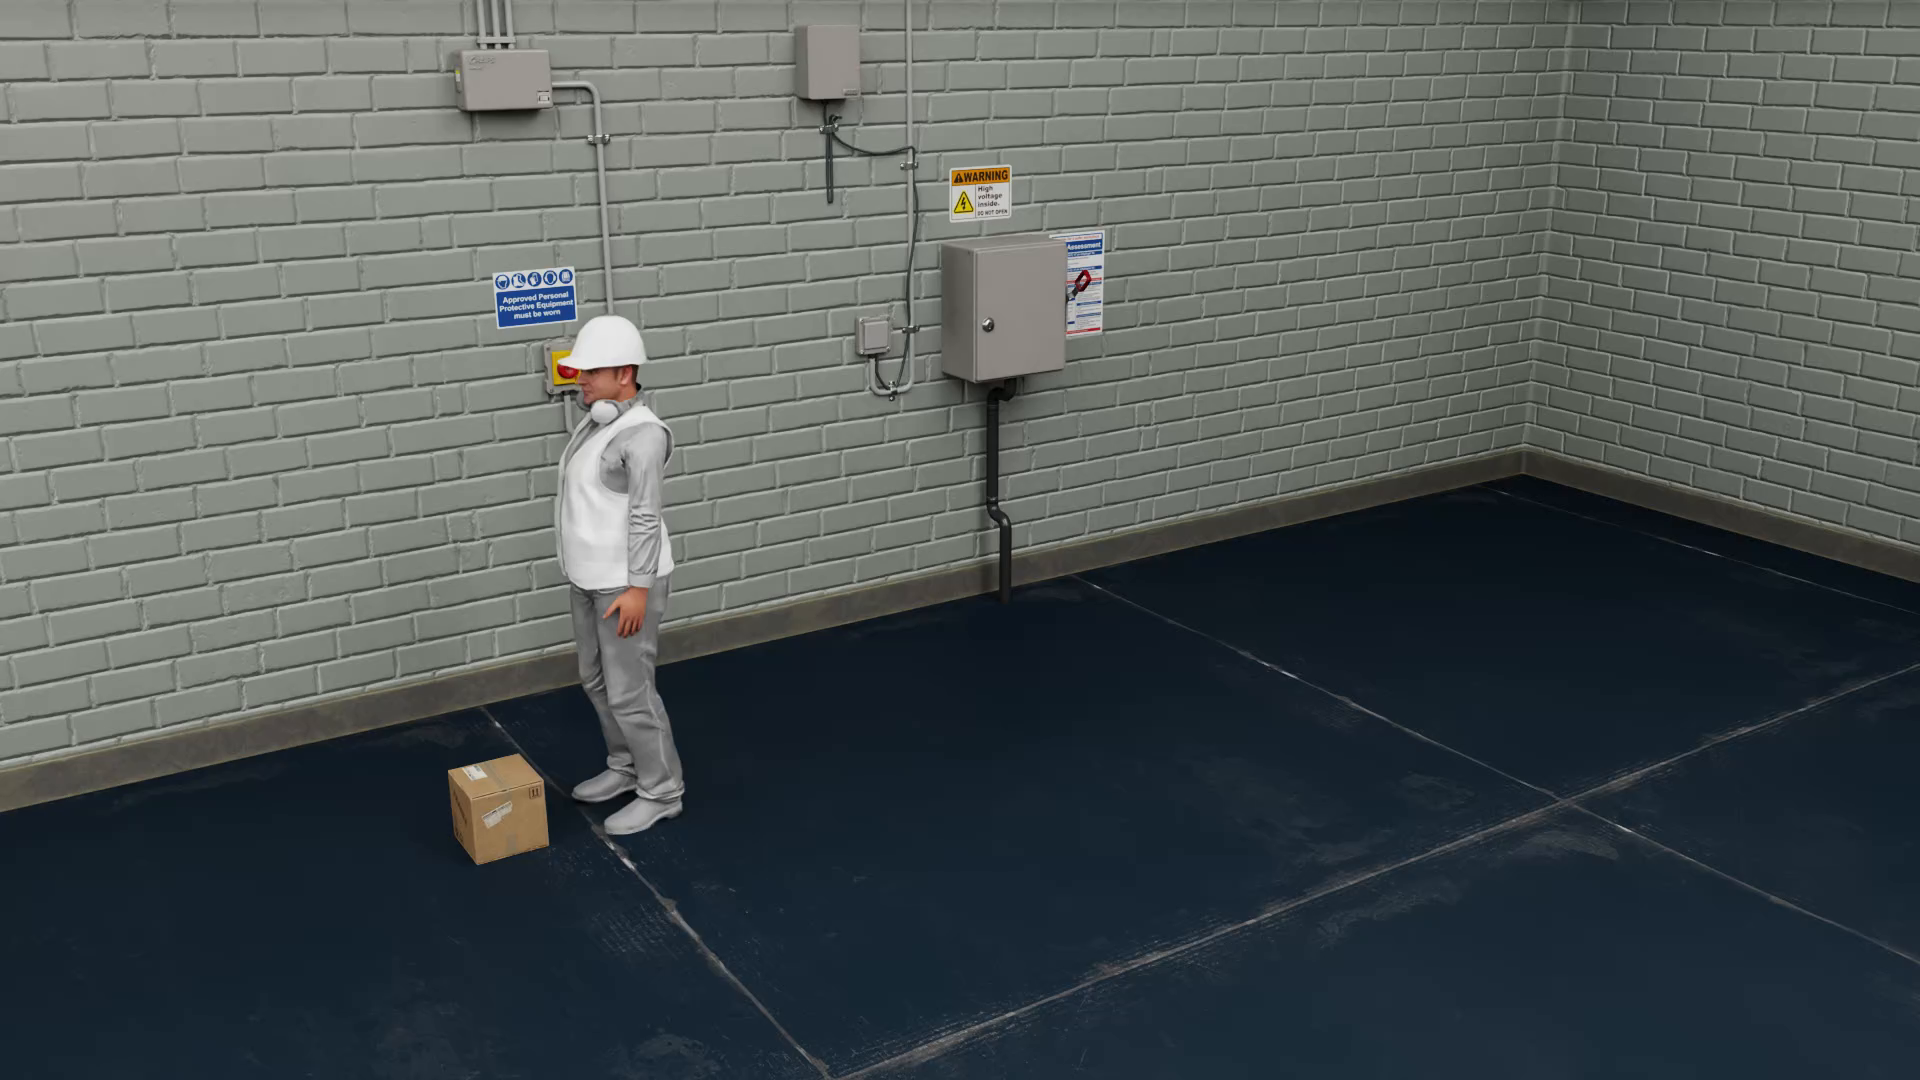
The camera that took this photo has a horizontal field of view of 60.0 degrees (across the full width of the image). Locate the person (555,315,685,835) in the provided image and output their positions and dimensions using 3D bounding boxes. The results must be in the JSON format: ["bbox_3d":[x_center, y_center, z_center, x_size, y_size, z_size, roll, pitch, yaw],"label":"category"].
[{"bbox_3d":[-1.168,0.123,5.664,0.360,1.778,0.532,-11,21,-30],"label":"person"}]
